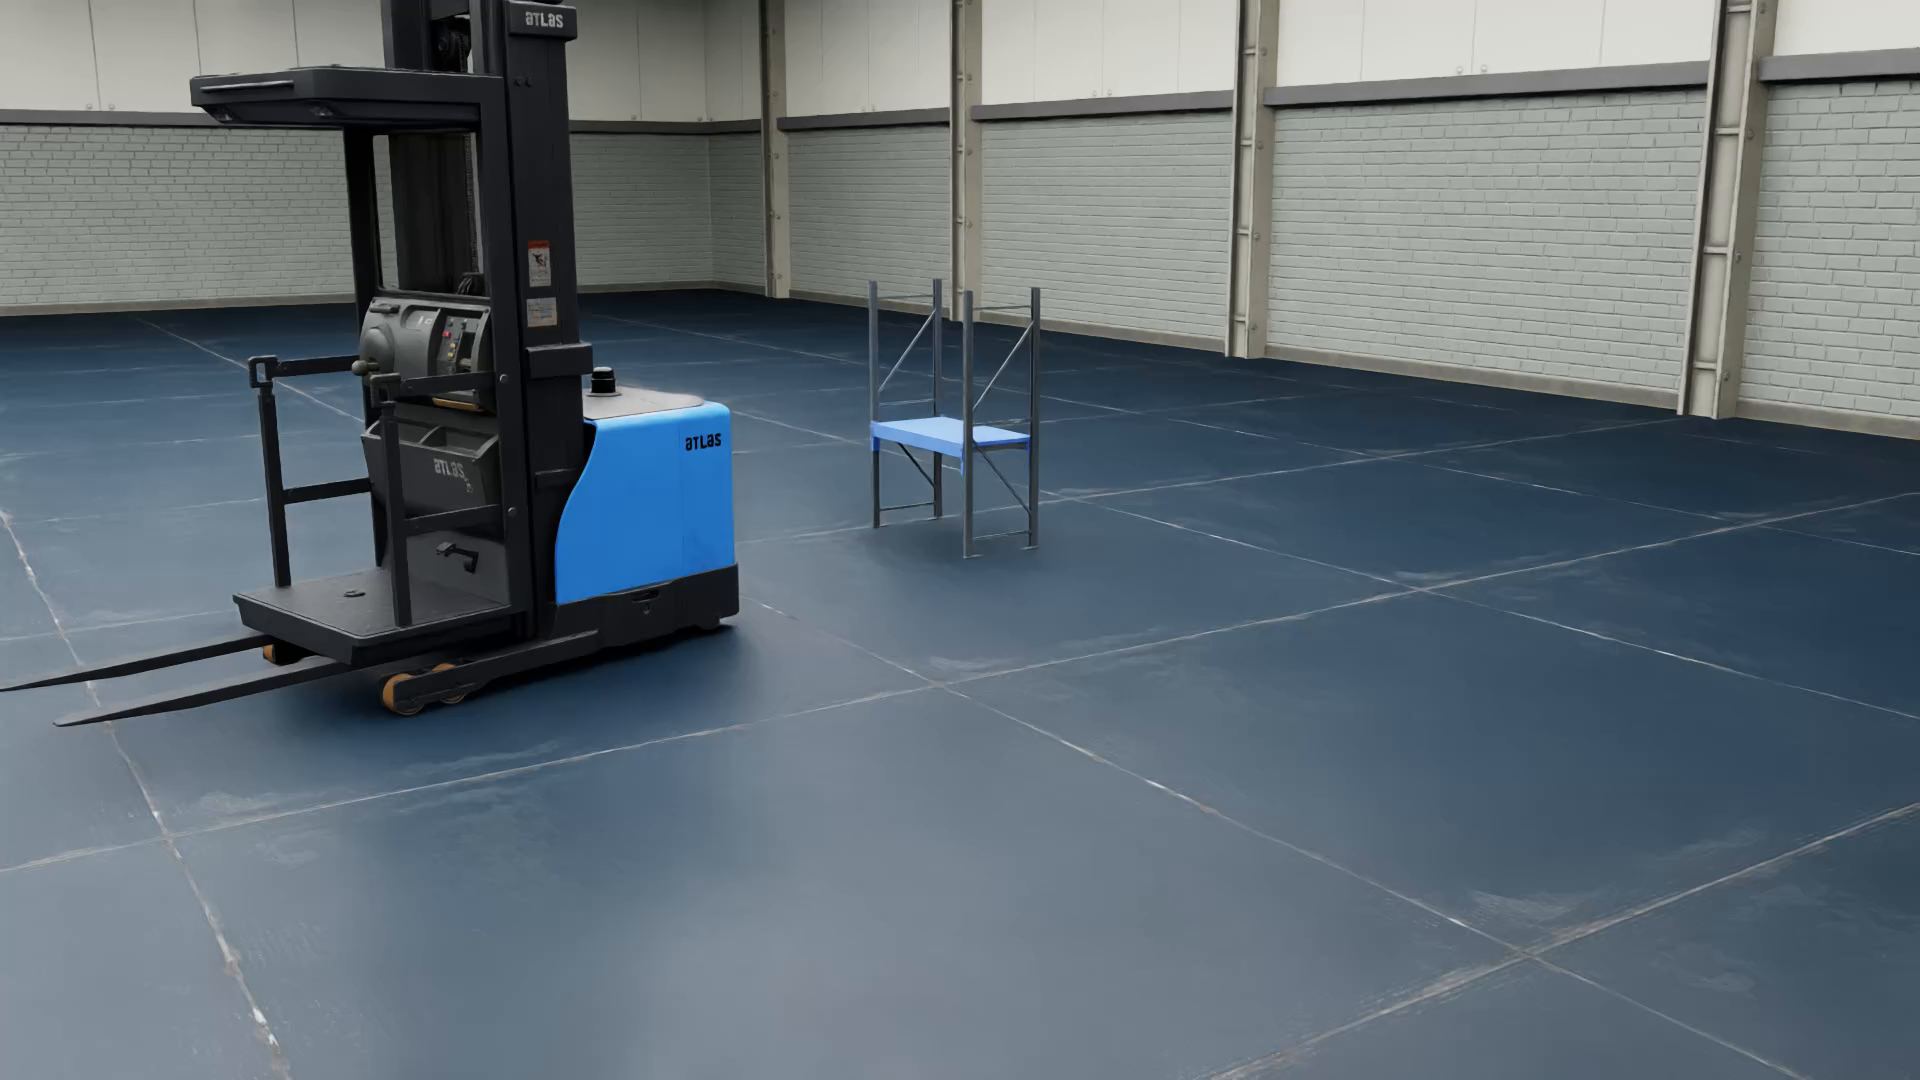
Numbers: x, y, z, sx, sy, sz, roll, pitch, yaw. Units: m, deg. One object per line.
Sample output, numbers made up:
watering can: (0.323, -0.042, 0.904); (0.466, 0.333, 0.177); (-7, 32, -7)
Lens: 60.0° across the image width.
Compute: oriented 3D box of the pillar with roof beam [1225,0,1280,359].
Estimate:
pillar with roof beam: (-0.175, -6.077, 16.585); (9.100, 9.000, 0.400); (-8, 15, -33)

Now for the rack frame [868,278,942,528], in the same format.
rack frame: (-0.329, -0.838, 10.184); (0.500, 1.500, 0.032); (-8, 15, -33)

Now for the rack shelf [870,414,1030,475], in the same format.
rack shelf: (-0.047, -0.572, 9.809); (0.538, 0.185, 1.000); (-8, 15, -33)

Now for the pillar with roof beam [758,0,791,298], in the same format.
pillar with roof beam: (-6.824, -8.211, 26.344); (9.100, 9.000, 0.400); (-8, 15, -33)

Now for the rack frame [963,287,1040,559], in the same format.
rack frame: (0.234, -0.657, 9.357); (0.500, 1.500, 0.032); (-8, 15, -33)

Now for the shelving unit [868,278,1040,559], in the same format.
shelving unit: (-0.047, -0.748, 9.771); (0.538, 1.500, 1.048); (-8, 15, -33)

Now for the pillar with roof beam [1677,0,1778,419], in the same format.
pillar with roof beam: (3.149, -5.010, 11.705); (9.100, 9.000, 0.400); (-8, 15, -33)

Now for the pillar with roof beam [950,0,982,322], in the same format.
pillar with roof beam: (-3.500, -7.144, 21.465); (9.100, 9.000, 0.400); (-8, 15, -33)

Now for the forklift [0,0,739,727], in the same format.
forklift: (-2.409, -0.852, 6.895); (1.130, 2.935, 3.031); (11, 16, 40)
